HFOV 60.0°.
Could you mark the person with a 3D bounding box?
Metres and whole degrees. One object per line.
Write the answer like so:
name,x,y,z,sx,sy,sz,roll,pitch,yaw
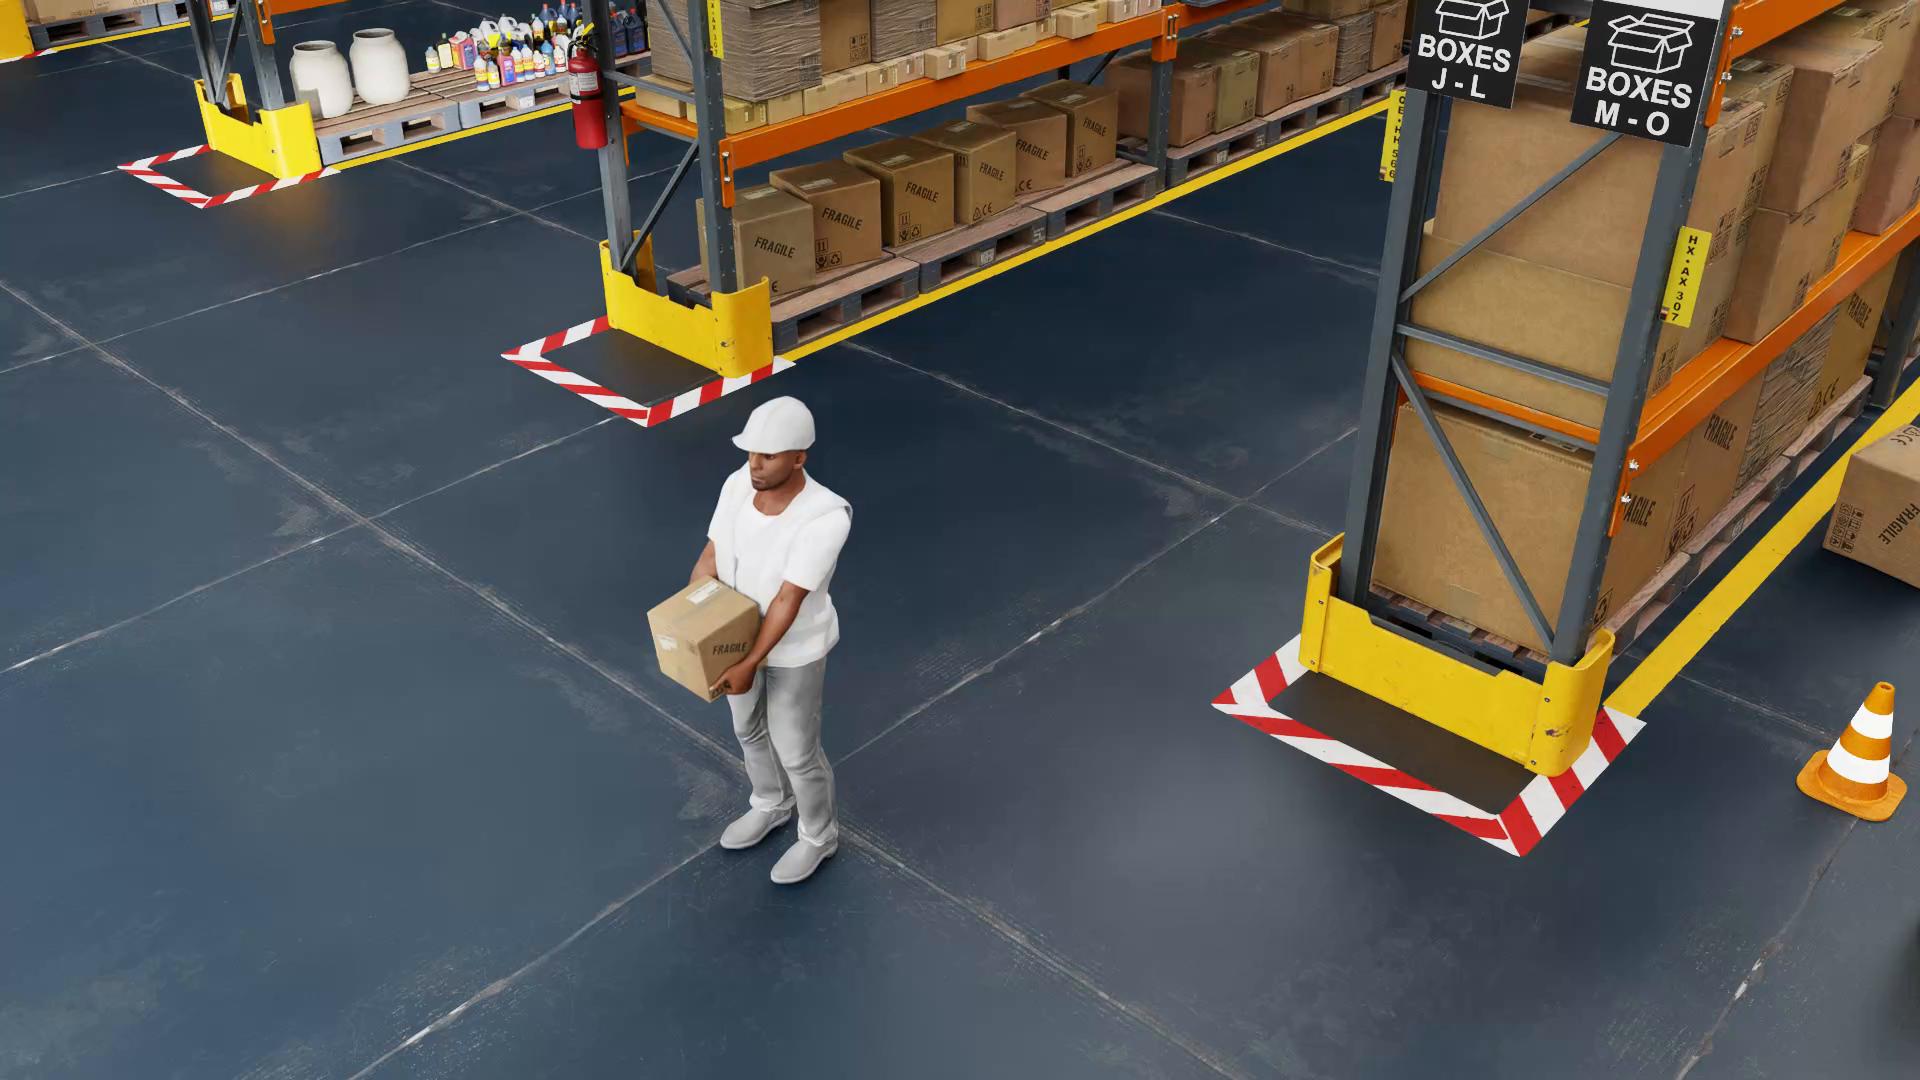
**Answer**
person,-0.668,0.377,5.492,0.503,1.760,0.586,26,40,36
